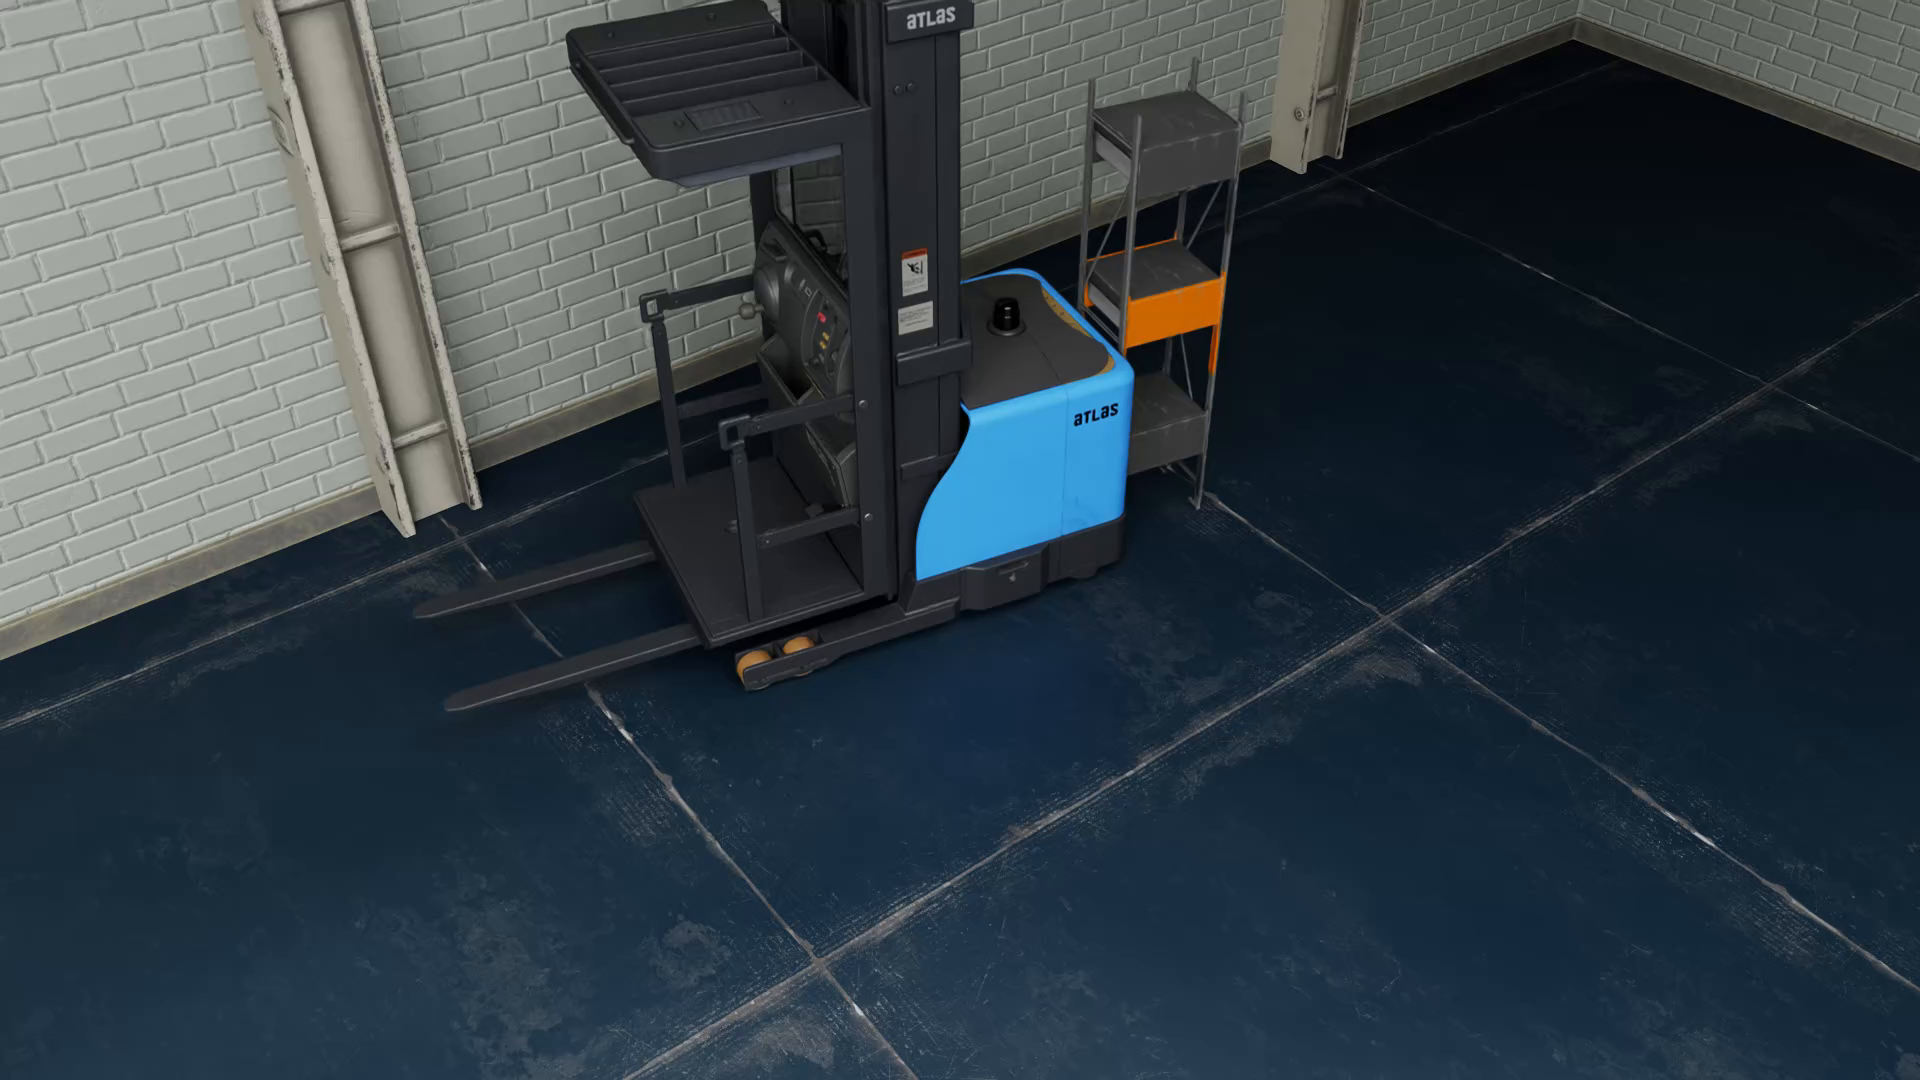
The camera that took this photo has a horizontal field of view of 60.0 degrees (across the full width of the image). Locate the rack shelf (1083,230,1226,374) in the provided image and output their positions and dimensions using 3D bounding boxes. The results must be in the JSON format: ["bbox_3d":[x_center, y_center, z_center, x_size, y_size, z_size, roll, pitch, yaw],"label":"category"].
[{"bbox_3d":[0.832,-0.995,7.329,0.480,0.518,0.431,-17,42,-19],"label":"rack shelf"}]

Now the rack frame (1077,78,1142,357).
[{"bbox_3d":[0.612,-0.939,7.239,0.015,2.100,0.400,-17,42,-19],"label":"rack frame"}]

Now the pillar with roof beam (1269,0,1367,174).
[{"bbox_3d":[4.855,-3.796,5.282,0.400,9.000,9.100,-26,46,-28],"label":"pillar with roof beam"}]

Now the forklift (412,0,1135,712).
[{"bbox_3d":[-0.810,-0.888,6.522,3.031,2.935,1.130,-17,42,-19],"label":"forklift"}]

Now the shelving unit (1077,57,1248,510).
[{"bbox_3d":[0.832,-1.005,7.320,0.503,2.100,0.431,-17,42,-19],"label":"shelving unit"}]

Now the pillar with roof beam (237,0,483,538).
[{"bbox_3d":[0.097,-1.477,2.455,0.400,9.000,9.100,-26,46,-28],"label":"pillar with roof beam"}]

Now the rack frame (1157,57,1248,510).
[{"bbox_3d":[1.053,-1.072,7.401,0.015,2.100,0.400,-17,42,-19],"label":"rack frame"}]

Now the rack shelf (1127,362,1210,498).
[{"bbox_3d":[0.832,-0.454,7.773,0.480,0.518,0.431,-17,42,-19],"label":"rack shelf"}]

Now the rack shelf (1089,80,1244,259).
[{"bbox_3d":[0.832,-1.536,6.885,0.480,0.518,0.431,-17,42,-19],"label":"rack shelf"}]
